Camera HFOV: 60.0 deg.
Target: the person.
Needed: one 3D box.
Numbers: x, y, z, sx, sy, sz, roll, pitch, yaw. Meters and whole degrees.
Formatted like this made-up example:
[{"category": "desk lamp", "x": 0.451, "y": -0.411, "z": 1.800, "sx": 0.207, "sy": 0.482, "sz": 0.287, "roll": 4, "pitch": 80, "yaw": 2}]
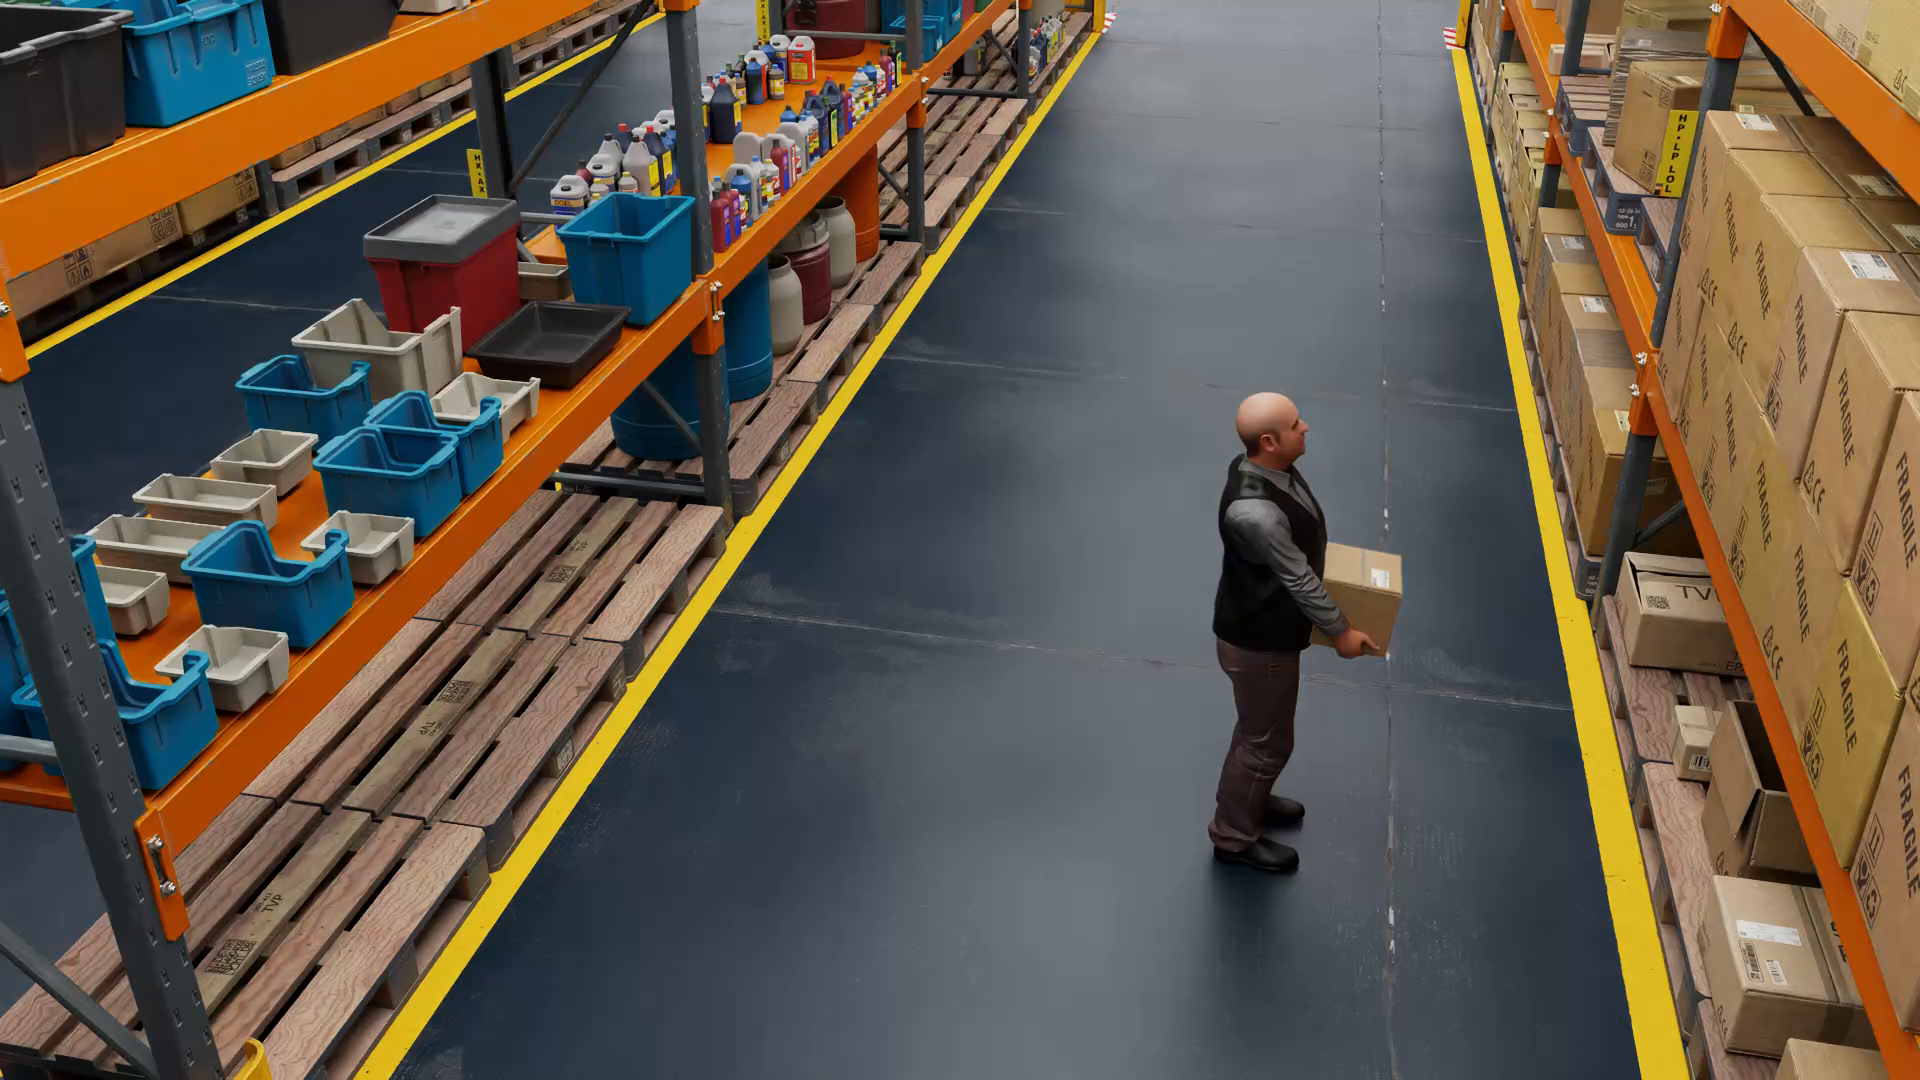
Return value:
[{"category": "person", "x": 1.116, "y": 0.314, "z": 5.583, "sx": 0.551, "sy": 1.712, "sz": 0.494, "roll": 6, "pitch": 29, "yaw": 11}]
